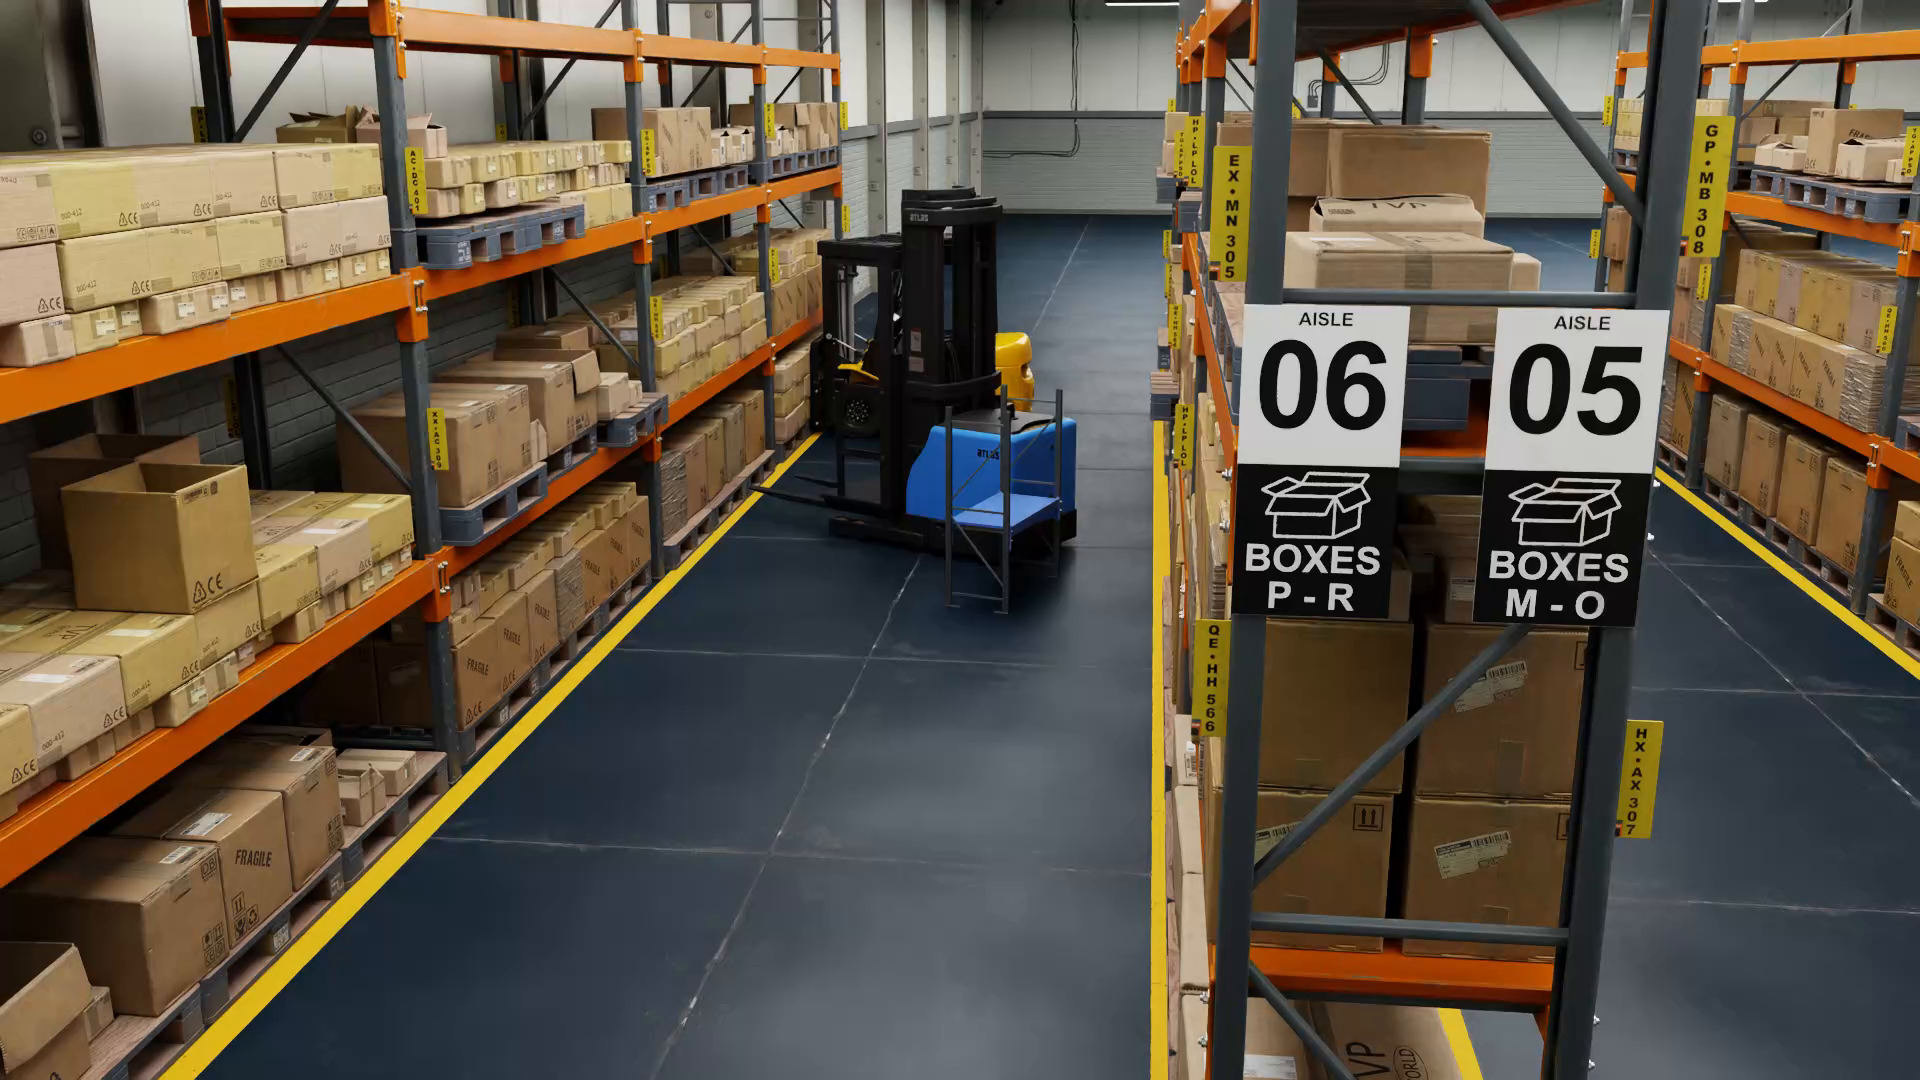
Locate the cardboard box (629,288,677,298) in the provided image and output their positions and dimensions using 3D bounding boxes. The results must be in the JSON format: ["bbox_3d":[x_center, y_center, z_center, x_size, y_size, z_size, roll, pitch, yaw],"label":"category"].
[{"bbox_3d":[-2.801,-2.211,15.159,0.380,0.149,0.250,2,15,6],"label":"cardboard box"}]

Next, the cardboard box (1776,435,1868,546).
[{"bbox_3d":[7.289,-0.395,13.381,1.050,0.750,0.750,2,15,7],"label":"cardboard box"}]

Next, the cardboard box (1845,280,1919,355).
[{"bbox_3d":[7.152,-1.674,12.500,0.700,0.500,0.500,1,15,5],"label":"cardboard box"}]

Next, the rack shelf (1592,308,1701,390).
[{"bbox_3d":[7.713,-2.105,17.578,1.077,0.370,4.000,2,15,6],"label":"rack shelf"}]

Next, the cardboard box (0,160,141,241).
[{"bbox_3d":[-3.311,-1.216,5.926,0.500,0.250,0.500,1,15,5],"label":"cardboard box"}]

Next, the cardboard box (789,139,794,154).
[{"bbox_3d":[-1.936,-4.083,17.253,0.380,0.149,0.250,2,15,8],"label":"cardboard box"}]

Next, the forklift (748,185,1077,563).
[{"bbox_3d":[-0.509,-1.512,14.139,3.031,2.935,1.130,11,19,35],"label":"forklift"}]

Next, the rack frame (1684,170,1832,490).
[{"bbox_3d":[7.487,-1.933,15.566,1.000,3.000,0.127,2,15,6],"label":"rack frame"}]

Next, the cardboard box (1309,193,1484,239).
[{"bbox_3d":[1.422,-0.983,5.481,0.500,0.311,0.500,2,15,7],"label":"cardboard box"}]

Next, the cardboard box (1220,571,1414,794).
[{"bbox_3d":[1.021,0.396,4.843,0.500,0.500,0.500,2,15,8],"label":"cardboard box"}]

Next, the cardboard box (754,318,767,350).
[{"bbox_3d":[-2.172,-1.987,16.053,0.500,0.250,0.500,2,15,8],"label":"cardboard box"}]

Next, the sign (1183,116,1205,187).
[{"bbox_3d":[1.114,-1.841,7.884,0.100,0.325,0.005,2,15,6],"label":"sign"}]

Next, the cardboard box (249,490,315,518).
[{"bbox_3d":[-3.602,-0.074,8.407,0.500,0.250,0.500,2,15,6],"label":"cardboard box"}]

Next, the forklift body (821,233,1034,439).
[{"bbox_3d":[-0.325,-2.280,18.475,2.313,2.155,1.214,2,15,6],"label":"forklift body"}]

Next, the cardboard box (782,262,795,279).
[{"bbox_3d":[-1.947,-2.832,17.455,0.380,0.149,0.250,2,15,7],"label":"cardboard box"}]

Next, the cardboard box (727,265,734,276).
[{"bbox_3d":[-2.562,-2.785,17.281,0.380,0.149,0.250,2,15,8],"label":"cardboard box"}]

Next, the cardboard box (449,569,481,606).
[{"bbox_3d":[-2.991,0.270,9.589,0.380,0.149,0.250,1,15,4],"label":"cardboard box"}]

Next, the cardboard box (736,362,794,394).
[{"bbox_3d":[-2.009,-1.673,17.149,0.500,0.250,0.500,1,15,5],"label":"cardboard box"}]

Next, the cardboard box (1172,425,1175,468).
[{"bbox_3d":[2.500,-0.851,15.793,0.950,0.372,0.625,2,15,7],"label":"cardboard box"}]

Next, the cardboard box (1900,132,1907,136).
[{"bbox_3d":[7.508,-3.128,13.413,0.500,0.311,0.500,1,15,4],"label":"cardboard box"}]

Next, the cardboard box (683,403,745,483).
[{"bbox_3d":[-2.518,-0.918,15.555,0.875,0.625,0.625,2,15,6],"label":"cardboard box"}]

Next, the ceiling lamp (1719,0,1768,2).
[{"bbox_3d":[19.128,-15.009,41.244,2.000,3.185,0.800,2,15,6],"label":"ceiling lamp"}]

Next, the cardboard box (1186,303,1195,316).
[{"bbox_3d":[1.761,-1.297,11.105,0.500,0.500,0.500,2,15,6],"label":"cardboard box"}]

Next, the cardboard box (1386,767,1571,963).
[{"bbox_3d":[1.543,0.895,4.914,0.500,0.500,0.500,2,15,6],"label":"cardboard box"}]

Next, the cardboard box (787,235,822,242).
[{"bbox_3d":[-1.776,-3.375,18.892,0.380,0.149,0.250,2,15,8],"label":"cardboard box"}]

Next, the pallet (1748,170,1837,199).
[{"bbox_3d":[7.433,-3.050,14.314,0.805,0.209,1.217,1,15,4],"label":"pallet"}]

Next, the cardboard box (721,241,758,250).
[{"bbox_3d":[-2.403,-3.191,18.212,0.380,0.149,0.250,2,15,8],"label":"cardboard box"}]

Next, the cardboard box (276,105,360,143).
[{"bbox_3d":[-3.312,-2.126,8.653,0.396,0.266,0.258,1,15,5],"label":"cardboard box"}]

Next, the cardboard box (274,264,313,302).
[{"bbox_3d":[-3.127,-1.152,7.410,0.380,0.149,0.250,2,15,6],"label":"cardboard box"}]

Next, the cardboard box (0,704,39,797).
[{"bbox_3d":[-3.410,0.733,5.422,0.500,0.250,0.500,2,15,7],"label":"cardboard box"}]

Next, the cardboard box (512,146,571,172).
[{"bbox_3d":[-2.718,-2.438,10.639,0.380,0.149,0.250,2,15,6],"label":"cardboard box"}]

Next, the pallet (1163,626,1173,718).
[{"bbox_3d":[1.802,0.848,10.620,1.003,0.211,1.213,2,15,6],"label":"pallet"}]

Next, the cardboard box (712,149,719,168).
[{"bbox_3d":[-2.285,-3.282,14.291,0.380,0.149,0.250,2,15,6],"label":"cardboard box"}]

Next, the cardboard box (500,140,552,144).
[{"bbox_3d":[-3.143,-2.785,11.923,0.380,0.149,0.250,1,15,4],"label":"cardboard box"}]

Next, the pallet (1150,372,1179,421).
[{"bbox_3d":[2.080,-1.111,12.892,1.213,0.211,1.003,2,15,6],"label":"pallet"}]

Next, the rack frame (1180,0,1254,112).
[{"bbox_3d":[2.557,-4.949,15.225,1.000,3.000,0.127,2,15,6],"label":"rack frame"}]

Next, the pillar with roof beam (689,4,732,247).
[{"bbox_3d":[1.380,-5.851,18.560,9.100,9.000,0.400,2,15,6],"label":"pillar with roof beam"}]

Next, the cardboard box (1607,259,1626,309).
[{"bbox_3d":[7.941,-2.946,19.022,0.875,0.550,0.550,2,15,6],"label":"cardboard box"}]

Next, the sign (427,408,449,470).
[{"bbox_3d":[-2.738,-0.527,8.707,0.100,0.325,0.005,2,15,6],"label":"sign"}]

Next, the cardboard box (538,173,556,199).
[{"bbox_3d":[-2.701,-2.166,10.166,0.380,0.149,0.250,2,15,8],"label":"cardboard box"}]

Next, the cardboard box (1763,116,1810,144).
[{"bbox_3d":[7.820,-3.822,15.526,0.500,0.250,0.500,2,15,7],"label":"cardboard box"}]

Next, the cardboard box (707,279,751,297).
[{"bbox_3d":[-2.204,-2.397,15.846,0.380,0.149,0.250,1,15,5],"label":"cardboard box"}]

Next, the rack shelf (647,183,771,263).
[{"bbox_3d":[-2.601,-2.780,14.329,1.077,0.370,4.000,2,15,6],"label":"rack shelf"}]

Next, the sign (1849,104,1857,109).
[{"bbox_3d":[8.027,-3.769,15.016,0.100,0.325,0.005,2,15,6],"label":"sign"}]

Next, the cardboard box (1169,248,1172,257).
[{"bbox_3d":[2.624,-3.033,18.872,0.500,0.500,0.500,2,15,8],"label":"cardboard box"}]

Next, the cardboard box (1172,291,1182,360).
[{"bbox_3d":[1.928,-1.671,13.028,0.500,0.500,0.500,1,15,5],"label":"cardboard box"}]

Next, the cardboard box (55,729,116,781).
[{"bbox_3d":[-3.352,0.758,6.094,0.380,0.149,0.250,2,15,8],"label":"cardboard box"}]

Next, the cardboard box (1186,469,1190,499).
[{"bbox_3d":[1.512,-0.398,9.219,0.500,0.250,0.500,2,15,8],"label":"cardboard box"}]

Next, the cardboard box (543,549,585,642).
[{"bbox_3d":[-2.824,0.360,11.070,0.500,0.500,0.500,1,15,4],"label":"cardboard box"}]

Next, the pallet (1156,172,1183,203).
[{"bbox_3d":[2.268,-2.984,14.065,1.213,0.211,1.003,2,15,6],"label":"pallet"}]

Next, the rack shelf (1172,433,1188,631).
[{"bbox_3d":[1.880,-0.150,10.347,1.077,0.370,4.000,2,15,6],"label":"rack shelf"}]

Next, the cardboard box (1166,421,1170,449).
[{"bbox_3d":[2.357,-1.090,16.908,0.500,0.250,0.500,2,15,9],"label":"cardboard box"}]

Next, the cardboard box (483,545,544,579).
[{"bbox_3d":[-2.888,0.142,10.633,0.380,0.149,0.250,2,15,8],"label":"cardboard box"}]

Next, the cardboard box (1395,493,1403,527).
[{"bbox_3d":[1.609,-0.141,5.588,0.380,0.149,0.250,2,15,7],"label":"cardboard box"}]

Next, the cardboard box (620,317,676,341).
[{"bbox_3d":[-2.469,-1.665,13.141,0.380,0.149,0.250,2,15,7],"label":"cardboard box"}]

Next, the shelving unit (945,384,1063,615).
[{"bbox_3d":[0.338,-0.329,12.507,0.538,1.500,1.048,7,17,24],"label":"shelving unit"}]

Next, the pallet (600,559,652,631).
[{"bbox_3d":[-2.948,0.378,12.360,1.003,0.211,1.213,2,15,6],"label":"pallet"}]
